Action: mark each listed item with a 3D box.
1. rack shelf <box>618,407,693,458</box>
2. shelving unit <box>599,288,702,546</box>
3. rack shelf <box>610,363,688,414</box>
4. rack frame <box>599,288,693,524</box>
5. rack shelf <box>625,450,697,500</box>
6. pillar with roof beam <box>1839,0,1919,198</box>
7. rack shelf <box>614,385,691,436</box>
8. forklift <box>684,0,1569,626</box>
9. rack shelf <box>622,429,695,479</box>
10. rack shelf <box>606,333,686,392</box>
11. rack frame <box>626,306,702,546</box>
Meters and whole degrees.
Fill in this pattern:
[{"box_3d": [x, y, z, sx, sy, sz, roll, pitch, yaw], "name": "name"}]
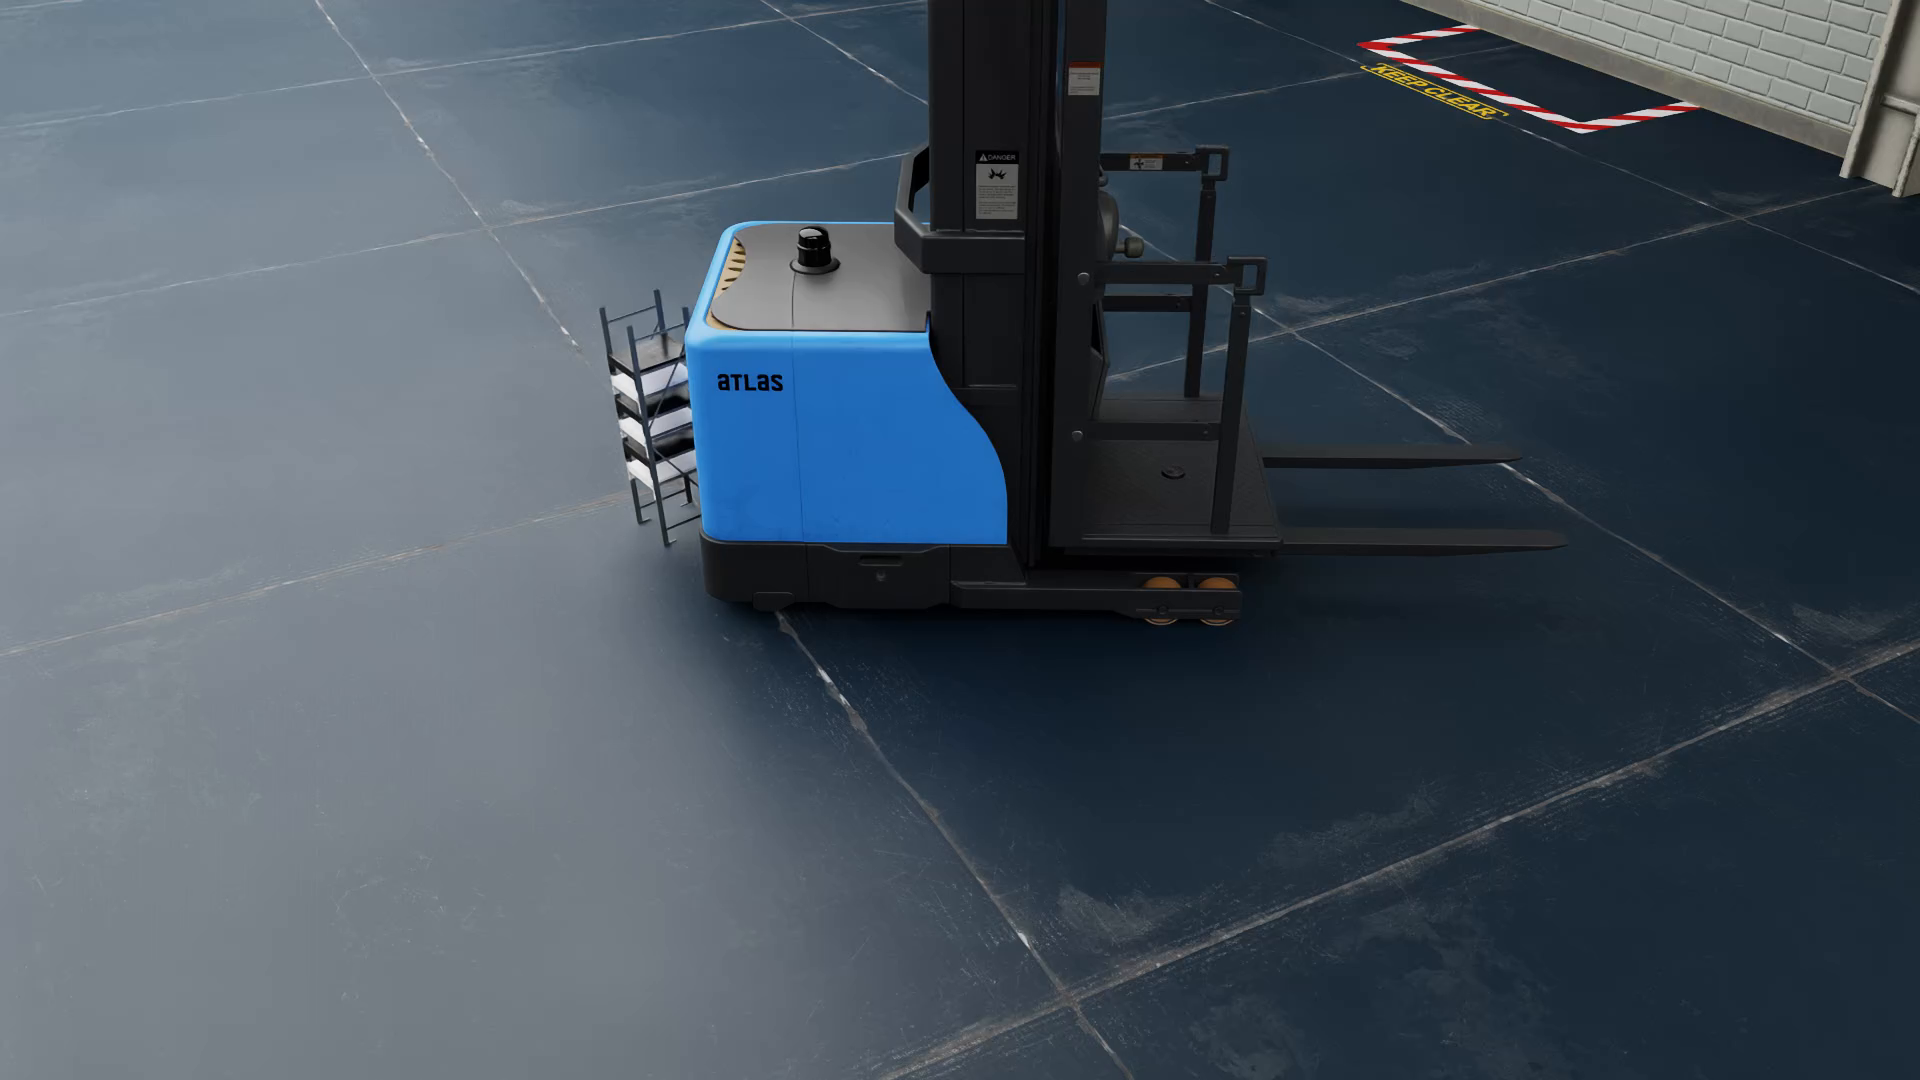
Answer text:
[{"box_3d": [-1.092, -0.413, 6.109, 0.258, 0.077, 0.200, -25, 39, -30], "name": "rack shelf"}, {"box_3d": [-1.093, -0.441, 6.091, 0.258, 0.900, 0.210, -25, 39, -30], "name": "shelving unit"}, {"box_3d": [-1.100, -0.564, 6.011, 0.258, 0.077, 0.200, -25, 39, -30], "name": "rack shelf"}, {"box_3d": [-1.156, -0.483, 6.159, 0.240, 0.900, 0.006, -25, 39, -30], "name": "rack frame"}, {"box_3d": [-1.084, -0.263, 6.206, 0.258, 0.077, 0.200, -25, 39, -30], "name": "rack shelf"}, {"box_3d": [1.441, -4.734, 5.298, 9.100, 9.000, 0.400, -16, 36, -23], "name": "pillar with roof beam"}, {"box_3d": [-1.096, -0.489, 6.060, 0.258, 0.077, 0.200, -25, 39, -30], "name": "rack shelf"}, {"box_3d": [0.622, -1.227, 5.449, 3.031, 2.935, 1.130, 1, 33, 1], "name": "forklift"}, {"box_3d": [-1.088, -0.338, 6.158, 0.258, 0.077, 0.200, -25, 39, -30], "name": "rack shelf"}, {"box_3d": [-1.104, -0.640, 5.962, 0.258, 0.077, 0.200, -25, 39, -30], "name": "rack shelf"}, {"box_3d": [-1.031, -0.400, 6.022, 0.240, 0.900, 0.006, -25, 39, -30], "name": "rack frame"}]
